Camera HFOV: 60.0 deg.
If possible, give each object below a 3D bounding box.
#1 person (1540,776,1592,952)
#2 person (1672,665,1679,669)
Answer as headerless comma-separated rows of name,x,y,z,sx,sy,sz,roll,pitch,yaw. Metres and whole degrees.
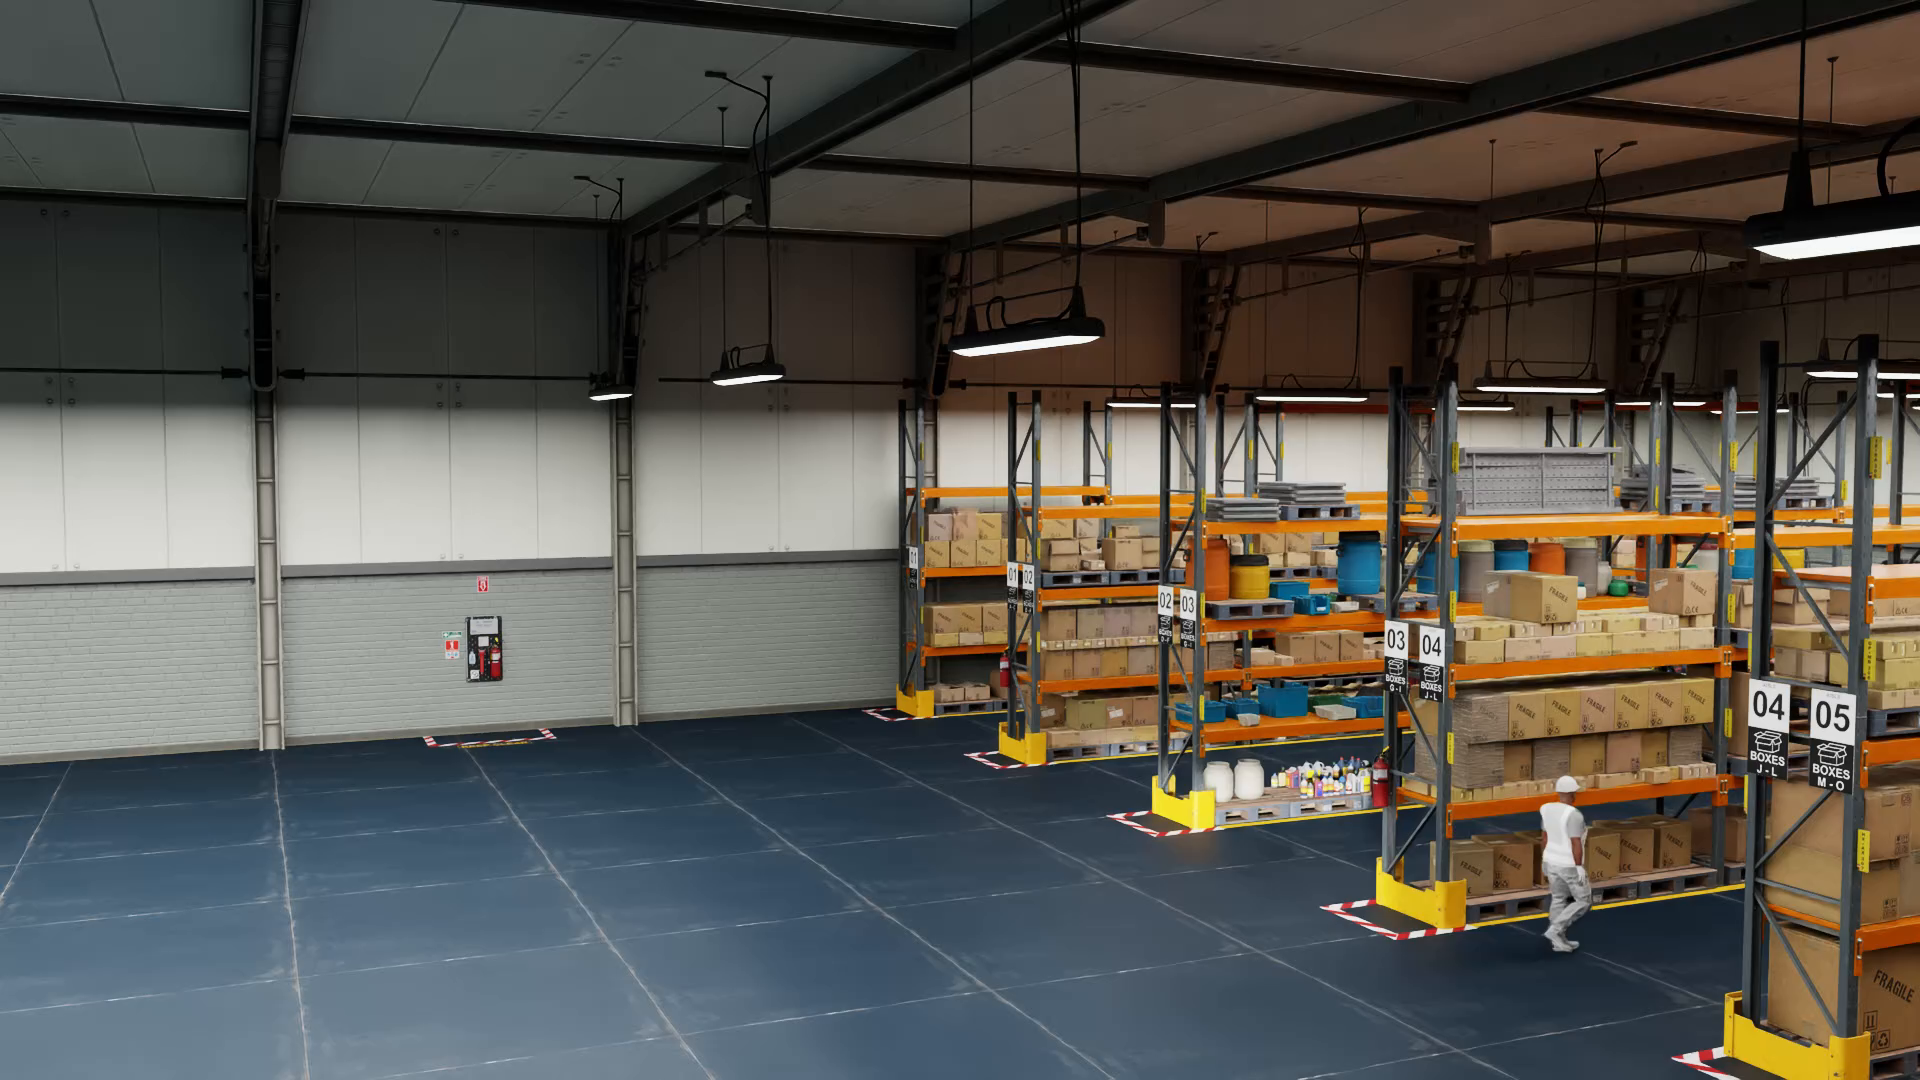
person,6.088,3.287,16.858,0.521,1.785,0.586,-1,4,-19
person,15.270,2.224,35.883,0.483,1.655,0.787,-2,4,-27
